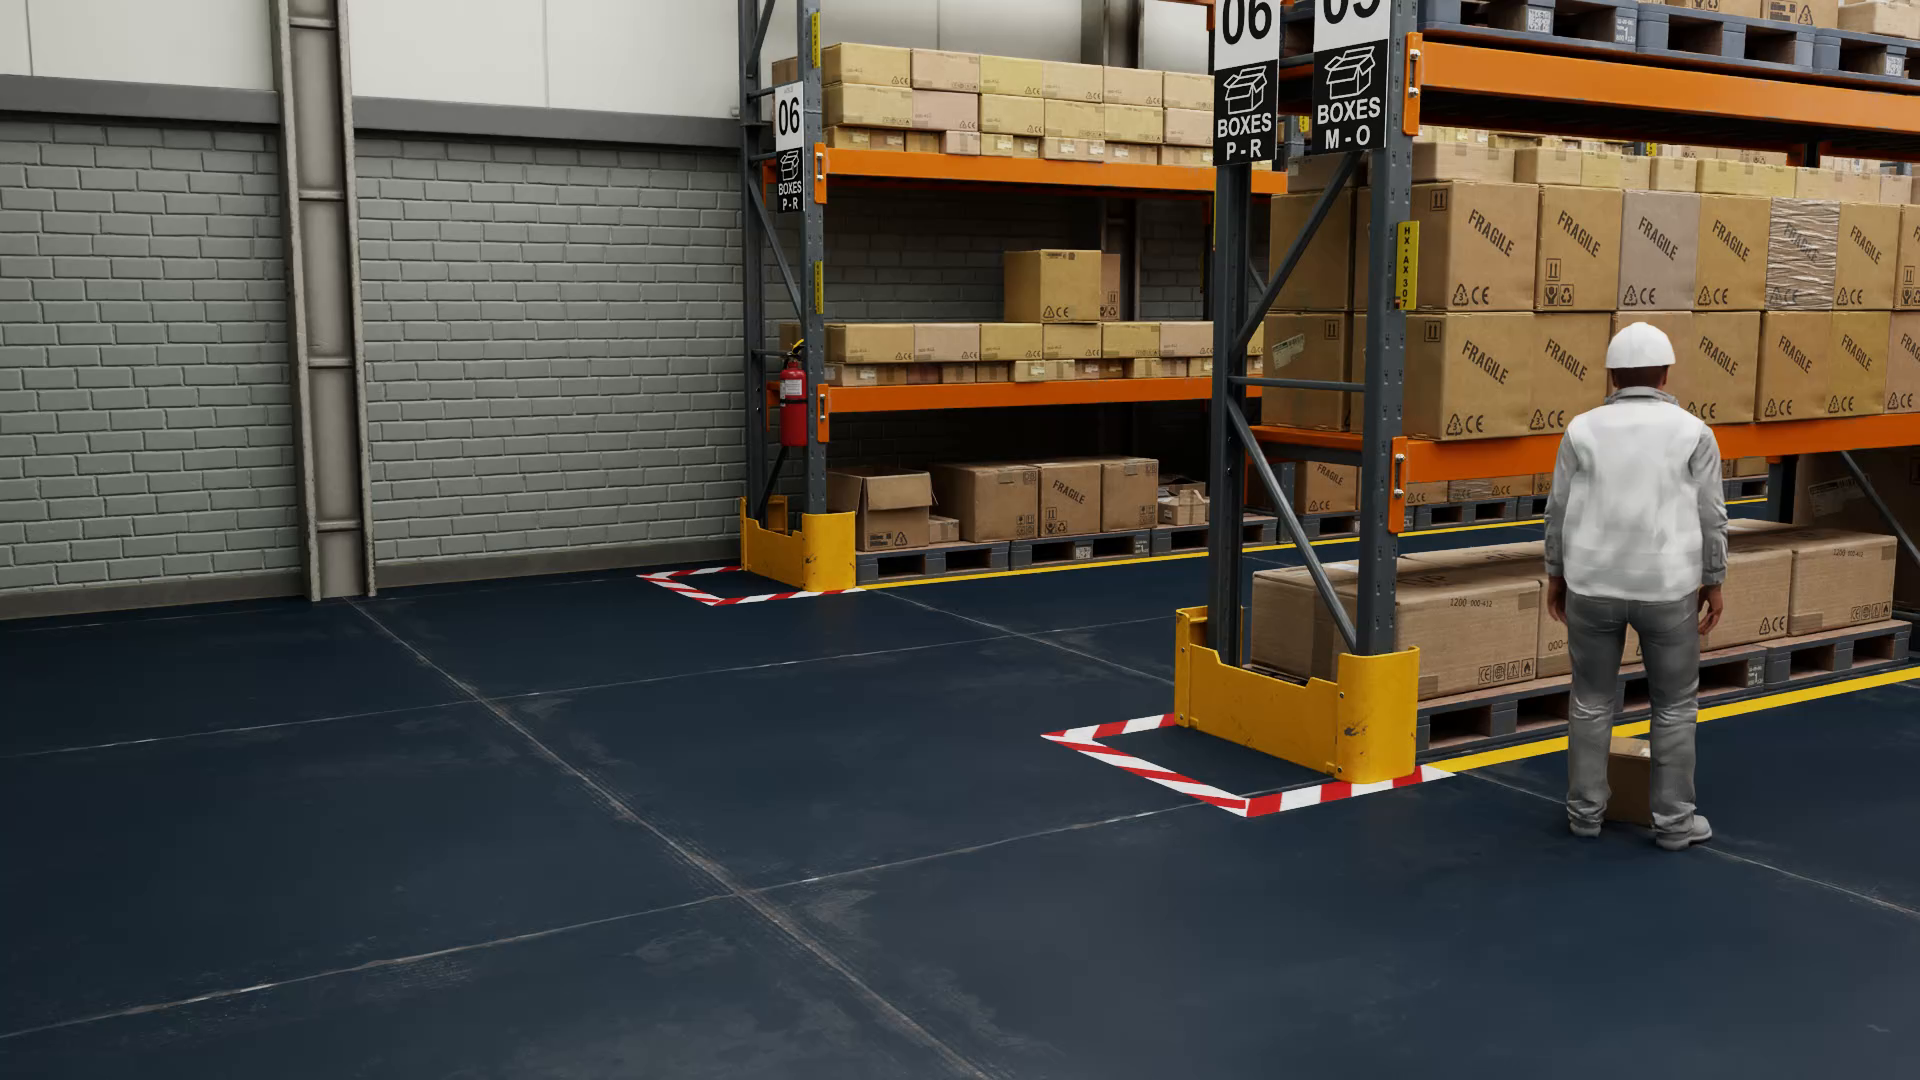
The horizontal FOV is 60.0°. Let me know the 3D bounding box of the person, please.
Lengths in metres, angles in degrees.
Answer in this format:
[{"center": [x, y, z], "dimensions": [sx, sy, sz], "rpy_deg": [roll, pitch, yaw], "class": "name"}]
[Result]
[{"center": [2.297, 0.151, 5.680], "dimensions": [0.584, 1.767, 0.463], "rpy_deg": [4, 9, 29], "class": "person"}]
